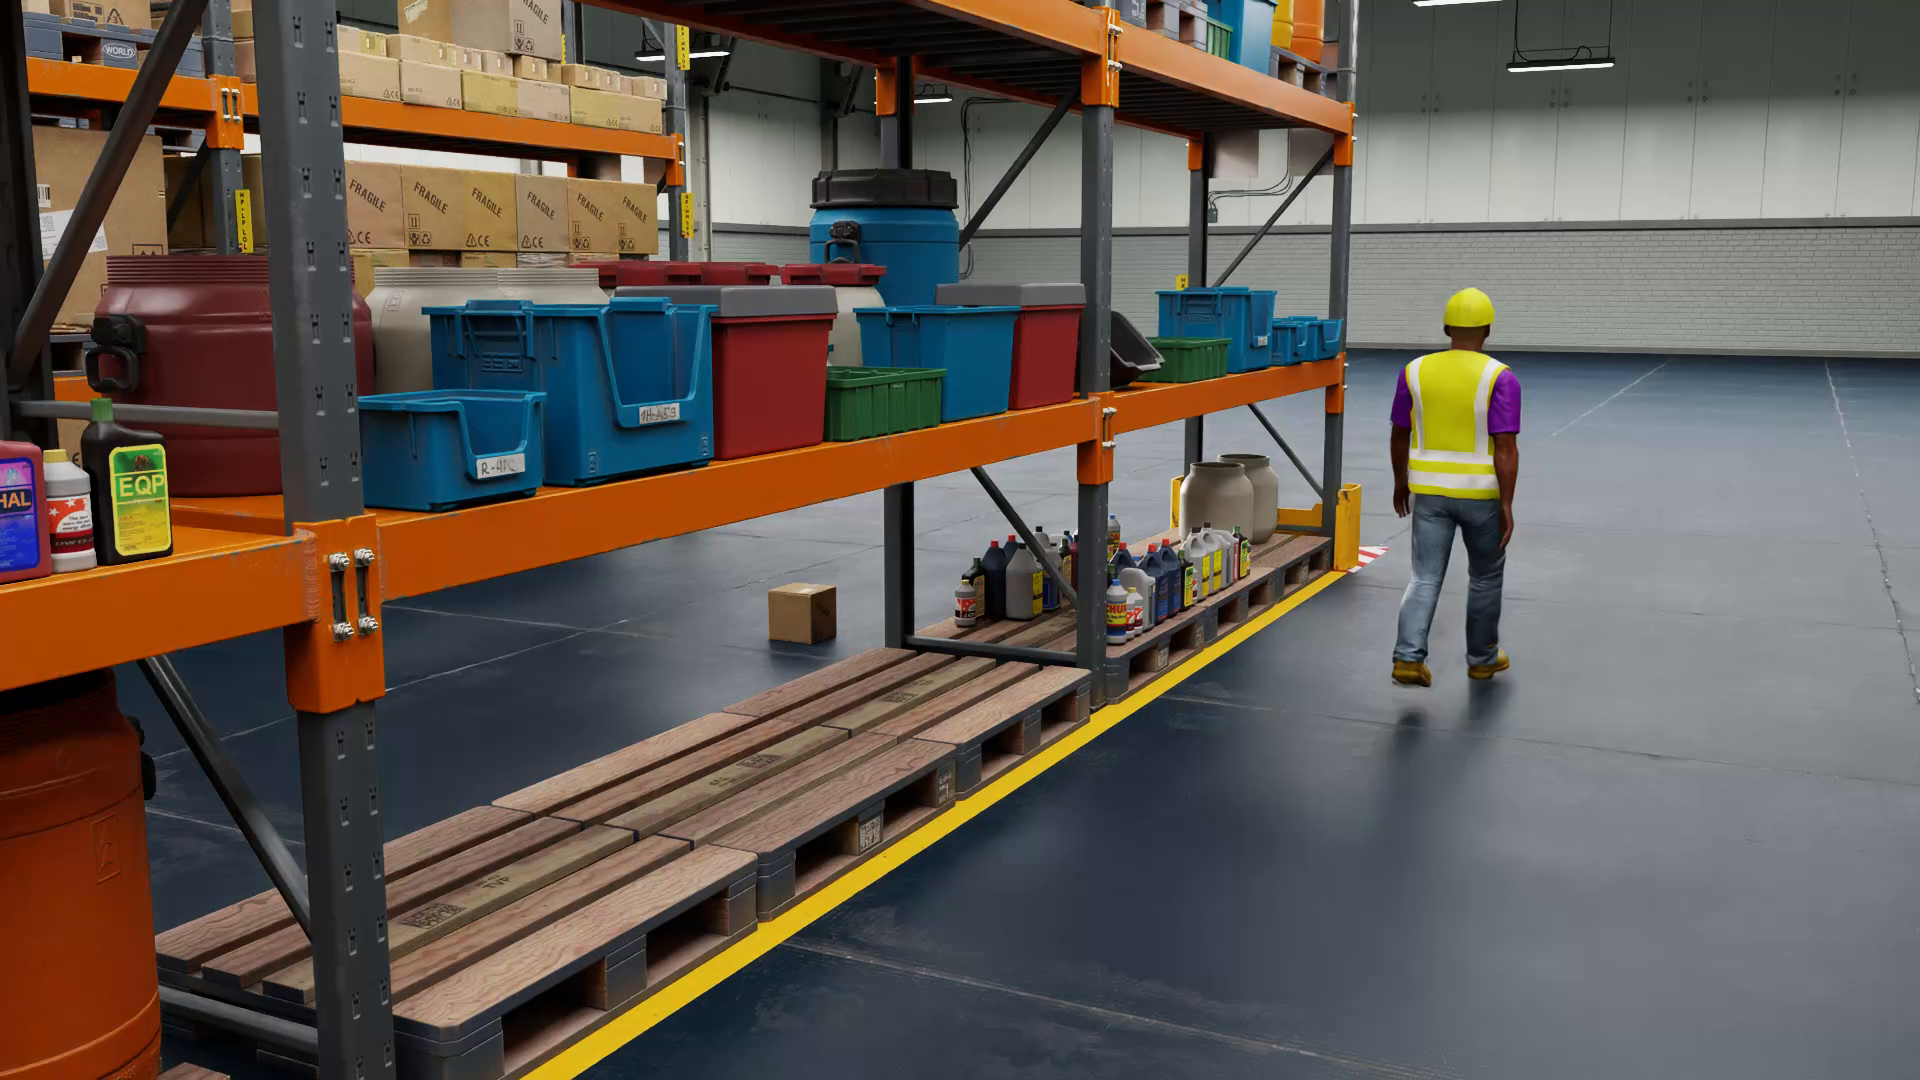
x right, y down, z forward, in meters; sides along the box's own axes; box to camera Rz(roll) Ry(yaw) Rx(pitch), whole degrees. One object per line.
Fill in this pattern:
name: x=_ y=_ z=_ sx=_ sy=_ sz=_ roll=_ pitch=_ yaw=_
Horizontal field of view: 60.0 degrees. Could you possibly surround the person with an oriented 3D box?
person: x=2.120 y=-0.212 z=7.160 sx=0.596 sy=1.730 sz=1.008 roll=5 pitch=11 yaw=31
